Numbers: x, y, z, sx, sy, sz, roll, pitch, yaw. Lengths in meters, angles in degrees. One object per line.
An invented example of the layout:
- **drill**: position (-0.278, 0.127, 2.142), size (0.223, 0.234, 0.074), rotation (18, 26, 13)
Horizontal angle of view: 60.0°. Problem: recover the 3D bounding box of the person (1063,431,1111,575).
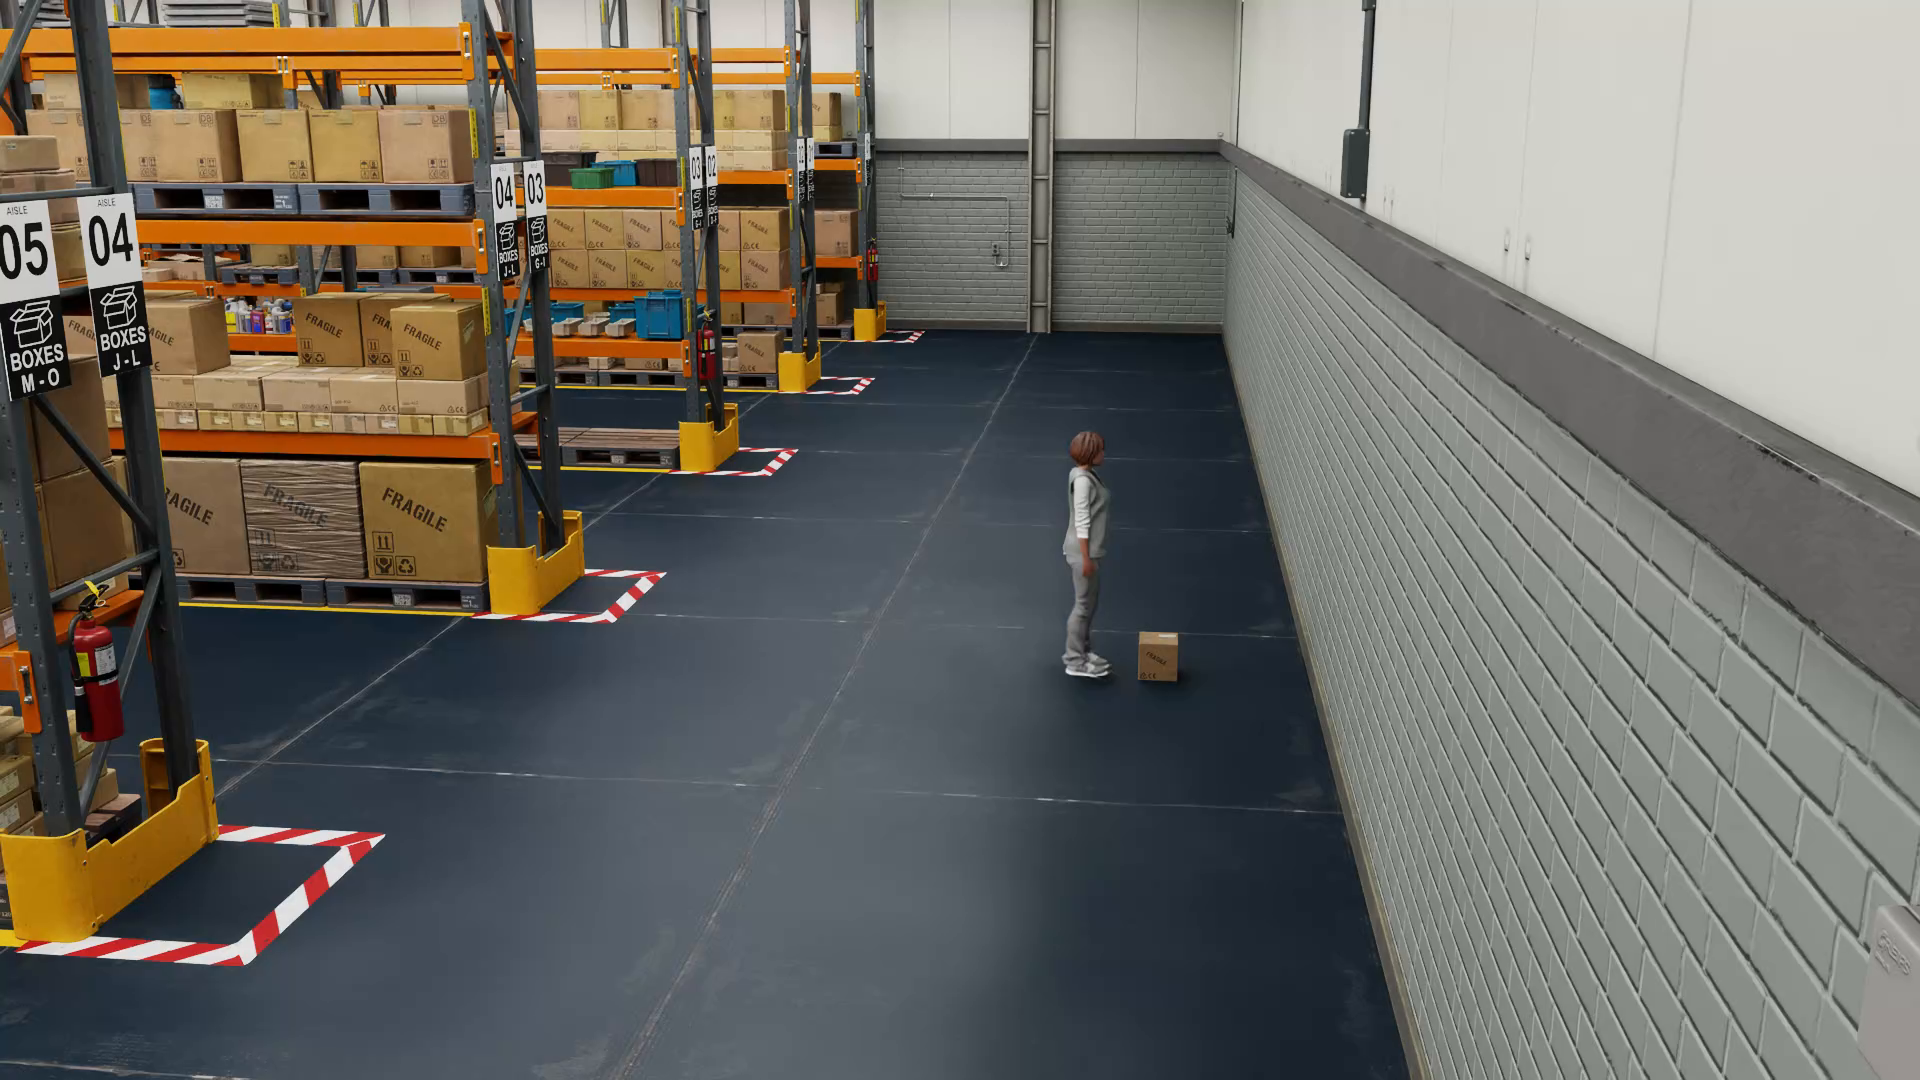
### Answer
- **person**: position (0.810, -0.236, 10.596), size (0.302, 0.930, 0.414), rotation (2, 15, 7)
